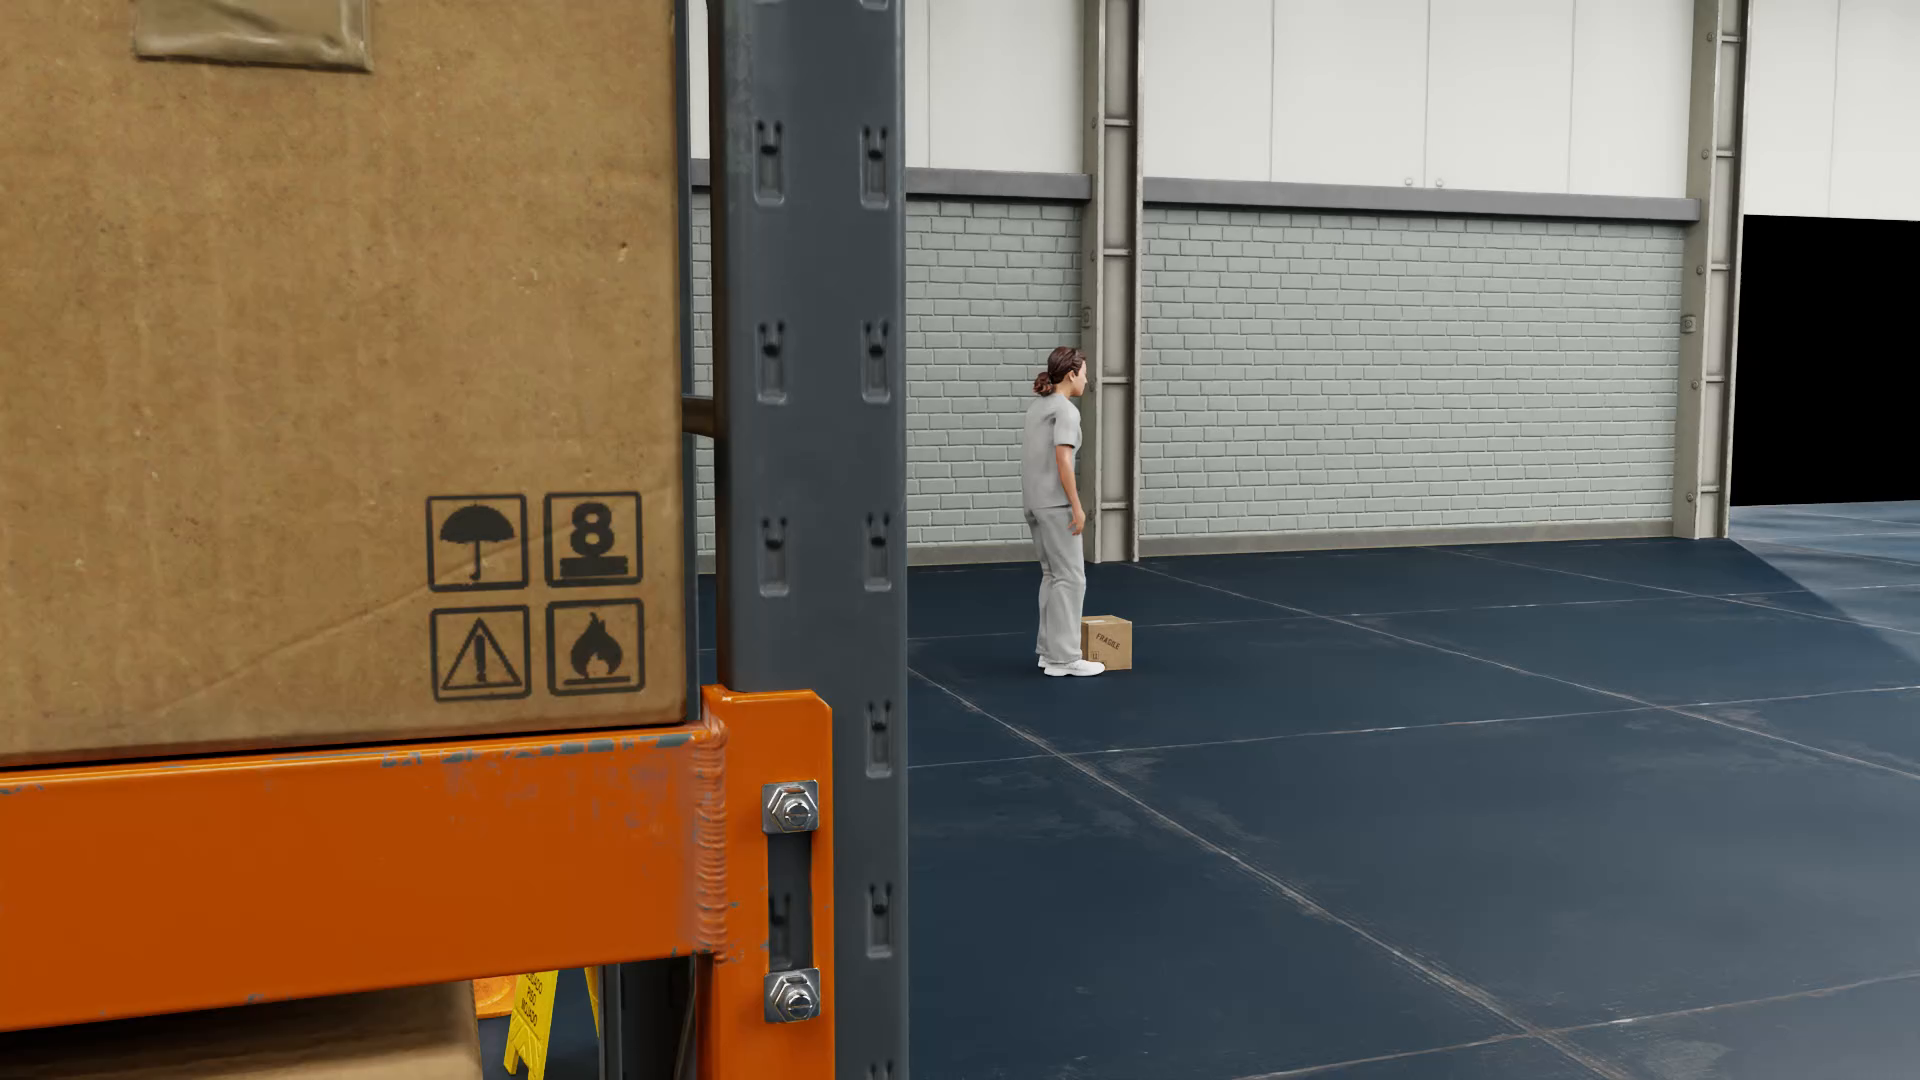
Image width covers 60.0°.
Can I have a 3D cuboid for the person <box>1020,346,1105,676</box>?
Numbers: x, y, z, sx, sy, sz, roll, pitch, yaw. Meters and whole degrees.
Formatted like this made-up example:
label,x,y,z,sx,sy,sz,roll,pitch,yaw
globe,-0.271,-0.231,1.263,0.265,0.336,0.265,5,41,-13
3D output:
label,x,y,z,sx,sy,sz,roll,pitch,yaw
person,0.526,-0.145,8.571,0.407,1.648,0.485,-2,6,-18
